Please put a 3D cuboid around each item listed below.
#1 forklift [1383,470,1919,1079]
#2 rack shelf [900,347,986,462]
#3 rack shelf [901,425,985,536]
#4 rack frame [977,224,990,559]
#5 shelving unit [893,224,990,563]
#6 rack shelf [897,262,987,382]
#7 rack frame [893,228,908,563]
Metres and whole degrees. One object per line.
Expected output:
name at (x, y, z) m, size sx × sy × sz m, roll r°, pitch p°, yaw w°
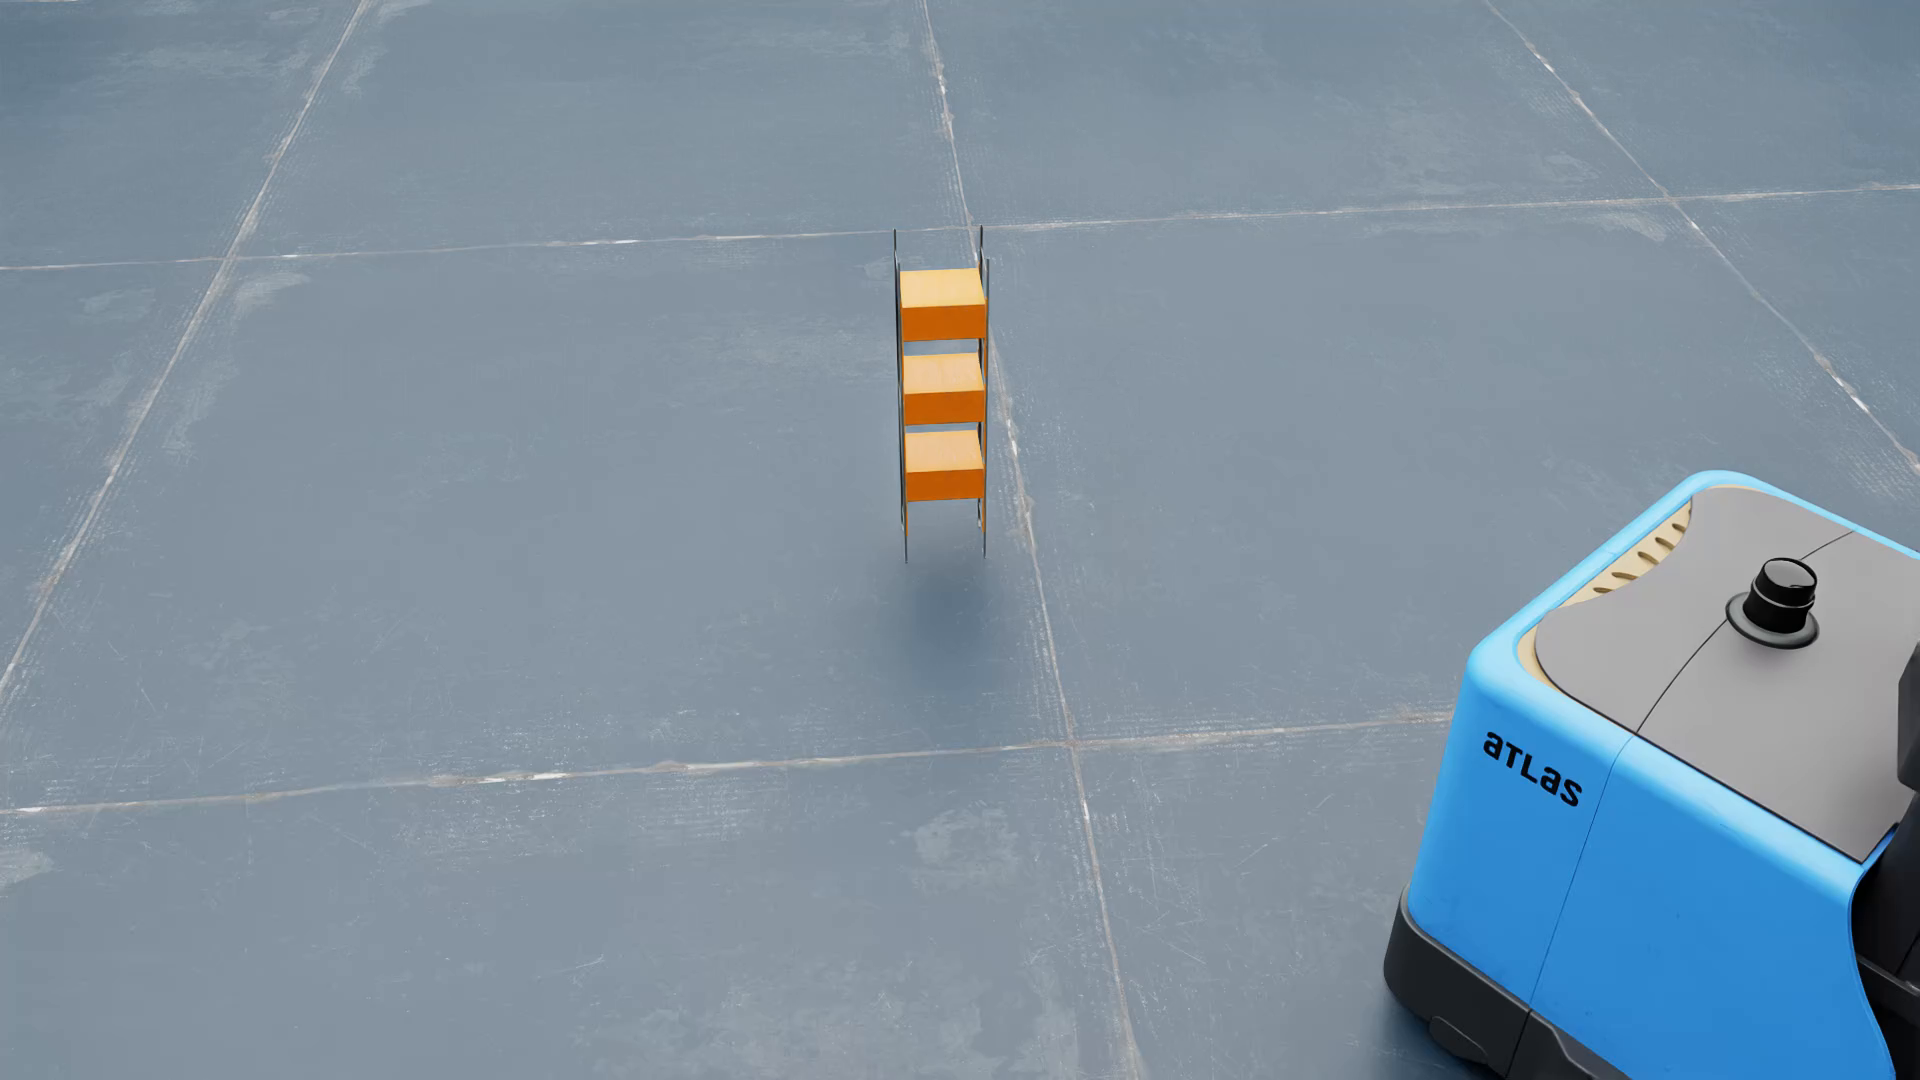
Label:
forklift at (2.349, 0.384, 2.397) m, size 1.130 × 2.935 × 3.031 m, roll -30°, pitch 47°, yaw -32°
rack shelf at (-0.053, -0.401, 4.928) m, size 0.240 × 0.259 × 0.215 m, roll -3°, pitch 38°, yaw -4°
rack shelf at (-0.053, -0.183, 5.100) m, size 0.240 × 0.259 × 0.215 m, roll -3°, pitch 38°, yaw -4°
rack frame at (0.068, -0.416, 4.930) m, size 0.008 × 1.050 × 0.200 m, roll -3°, pitch 38°, yaw -4°
shelving unit at (-0.053, -0.409, 4.921) m, size 0.252 × 1.050 × 0.215 m, roll -3°, pitch 38°, yaw -4°
rack shelf at (-0.053, -0.624, 4.752) m, size 0.240 × 0.259 × 0.215 m, roll -3°, pitch 38°, yaw -4°
rack frame at (-0.175, -0.403, 4.913) m, size 0.008 × 1.050 × 0.200 m, roll -3°, pitch 38°, yaw -4°
